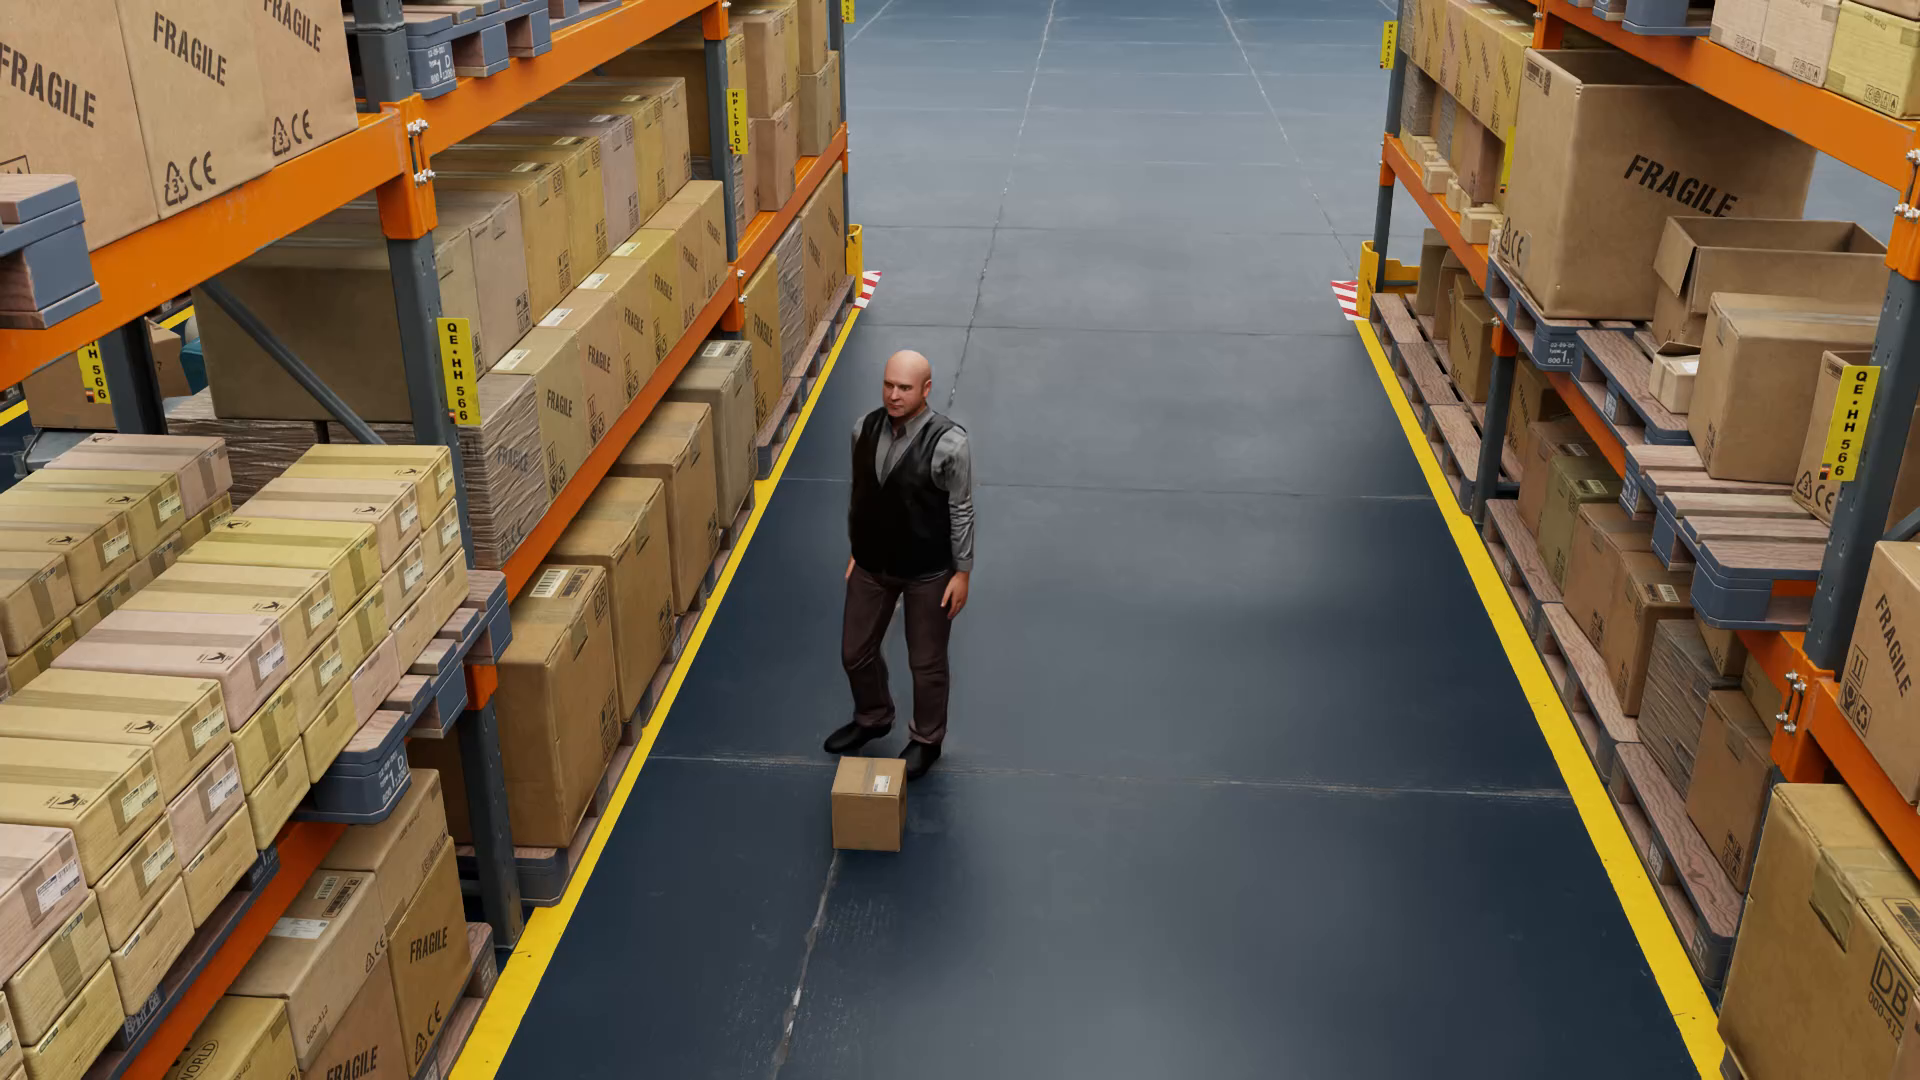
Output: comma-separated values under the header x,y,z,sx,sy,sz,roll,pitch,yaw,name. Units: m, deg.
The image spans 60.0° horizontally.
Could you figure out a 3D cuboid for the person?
x,y,z,sx,sy,sz,roll,pitch,yaw,name
-0.239,0.105,6.405,0.647,1.736,0.354,12,27,25,person
